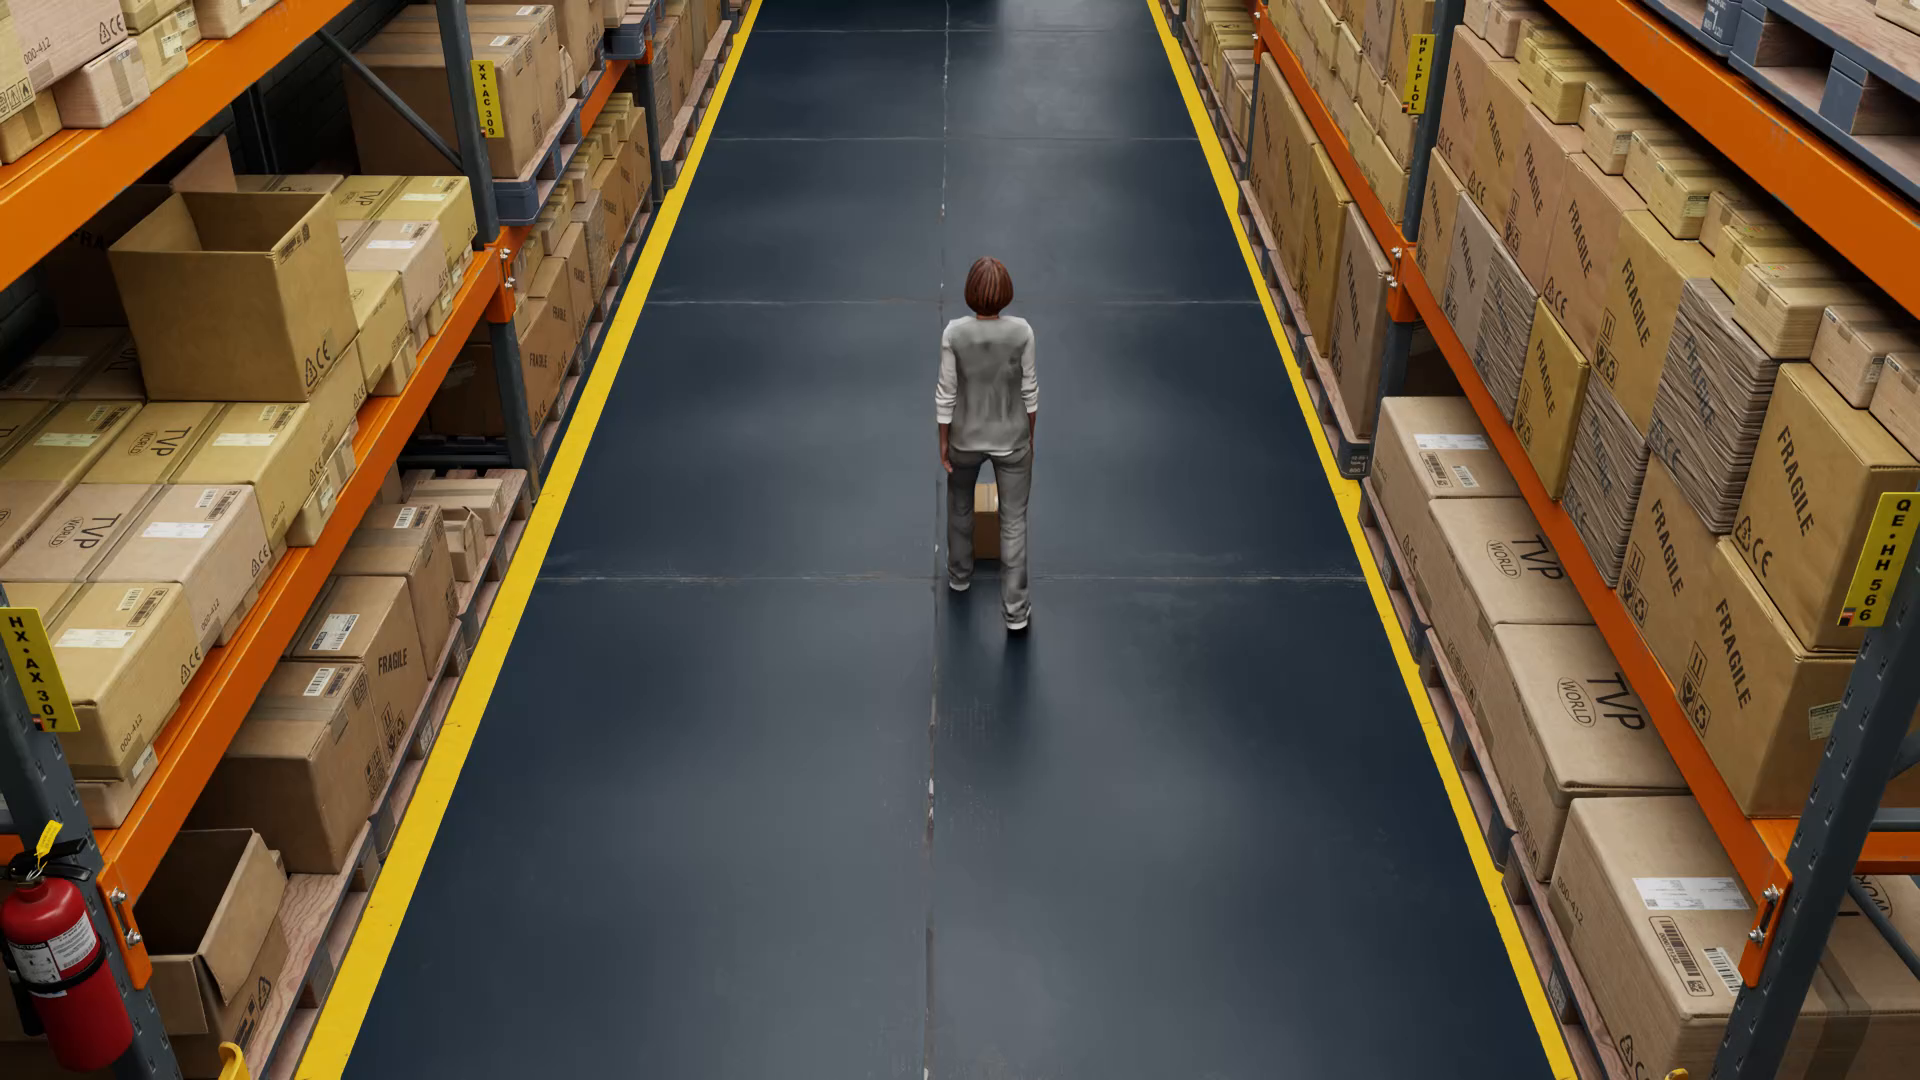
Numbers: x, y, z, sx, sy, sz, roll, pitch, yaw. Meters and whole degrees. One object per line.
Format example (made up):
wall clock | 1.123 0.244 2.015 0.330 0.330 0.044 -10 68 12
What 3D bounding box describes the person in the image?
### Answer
person | 0.108 -0.420 6.828 0.418 1.582 0.601 1 32 1
